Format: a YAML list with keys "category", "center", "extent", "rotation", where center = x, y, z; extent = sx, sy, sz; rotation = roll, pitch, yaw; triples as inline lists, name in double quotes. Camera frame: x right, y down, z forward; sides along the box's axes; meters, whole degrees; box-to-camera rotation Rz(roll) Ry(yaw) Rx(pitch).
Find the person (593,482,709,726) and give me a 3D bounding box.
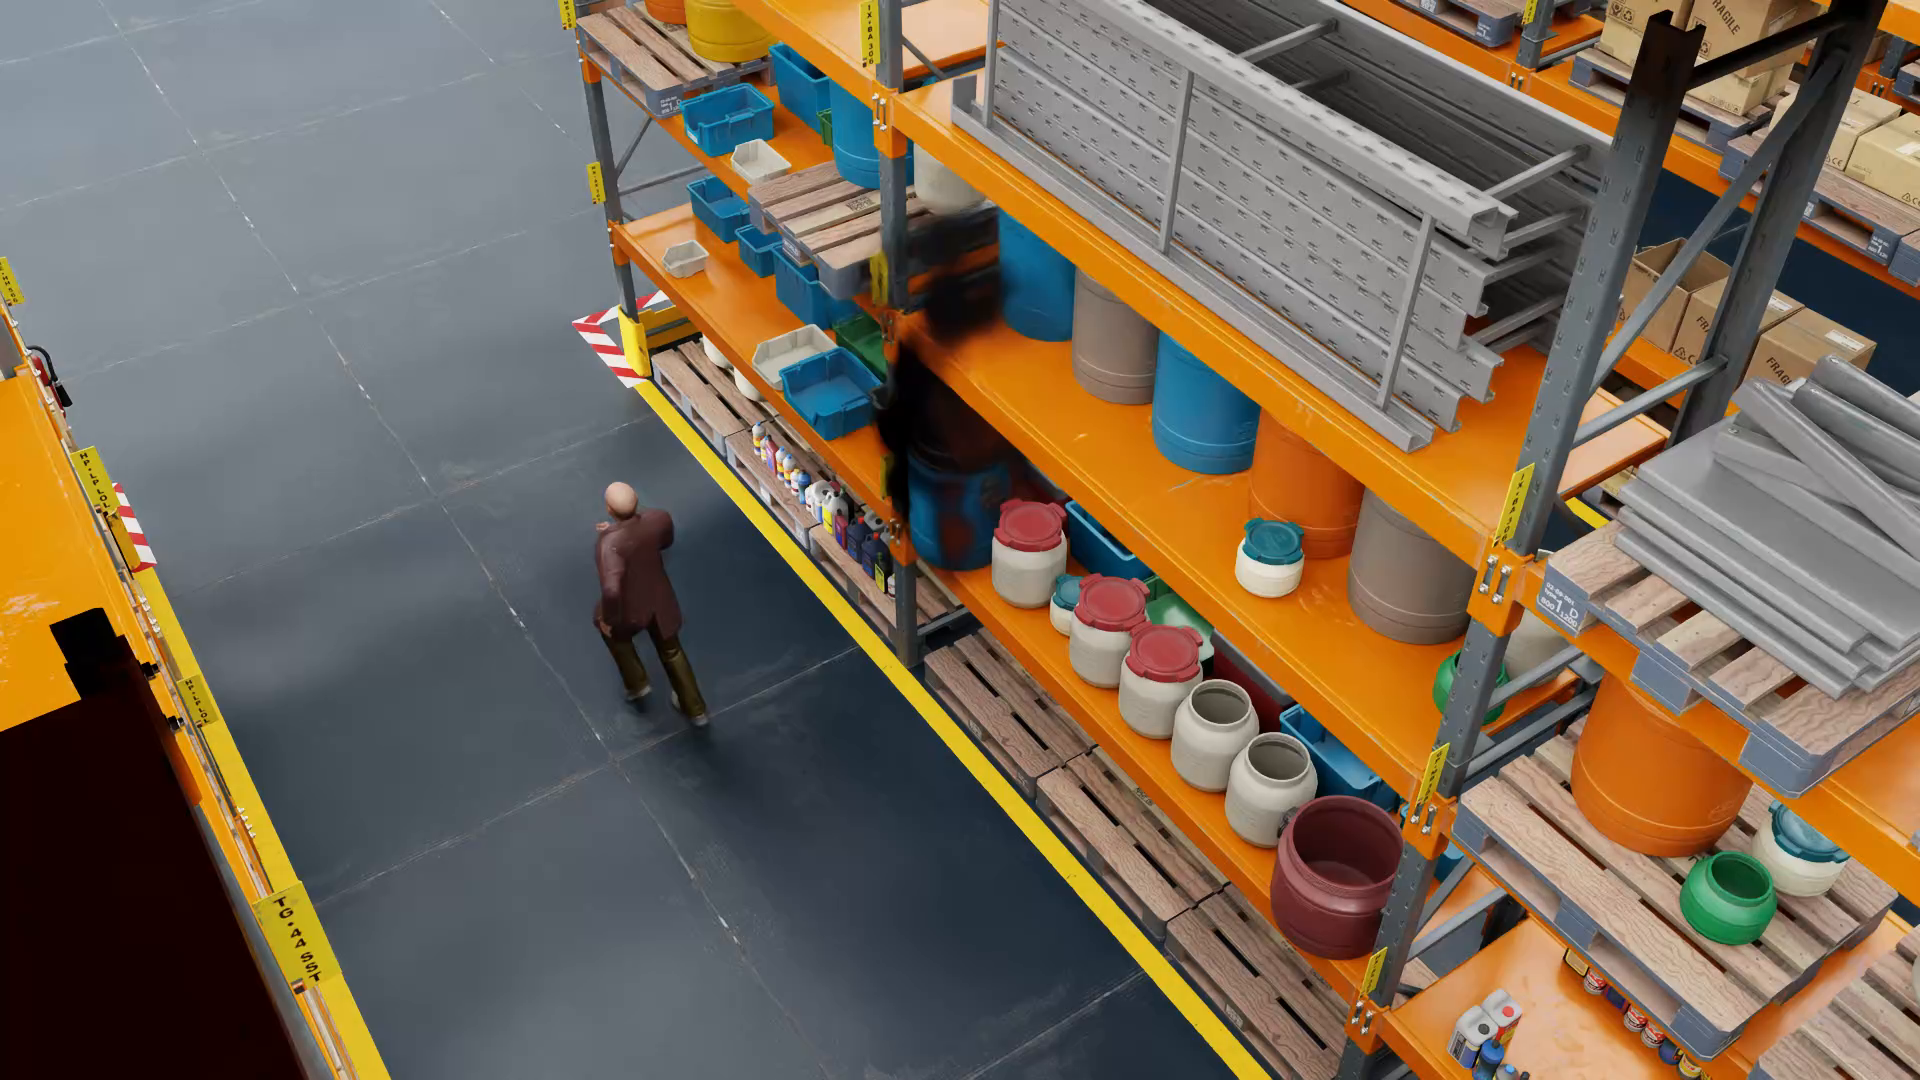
- category: "person"
  center: [-1.930, 0.398, 10.030]
  extent: [0.688, 1.836, 0.908]
  rotation: [-33, 52, -31]
